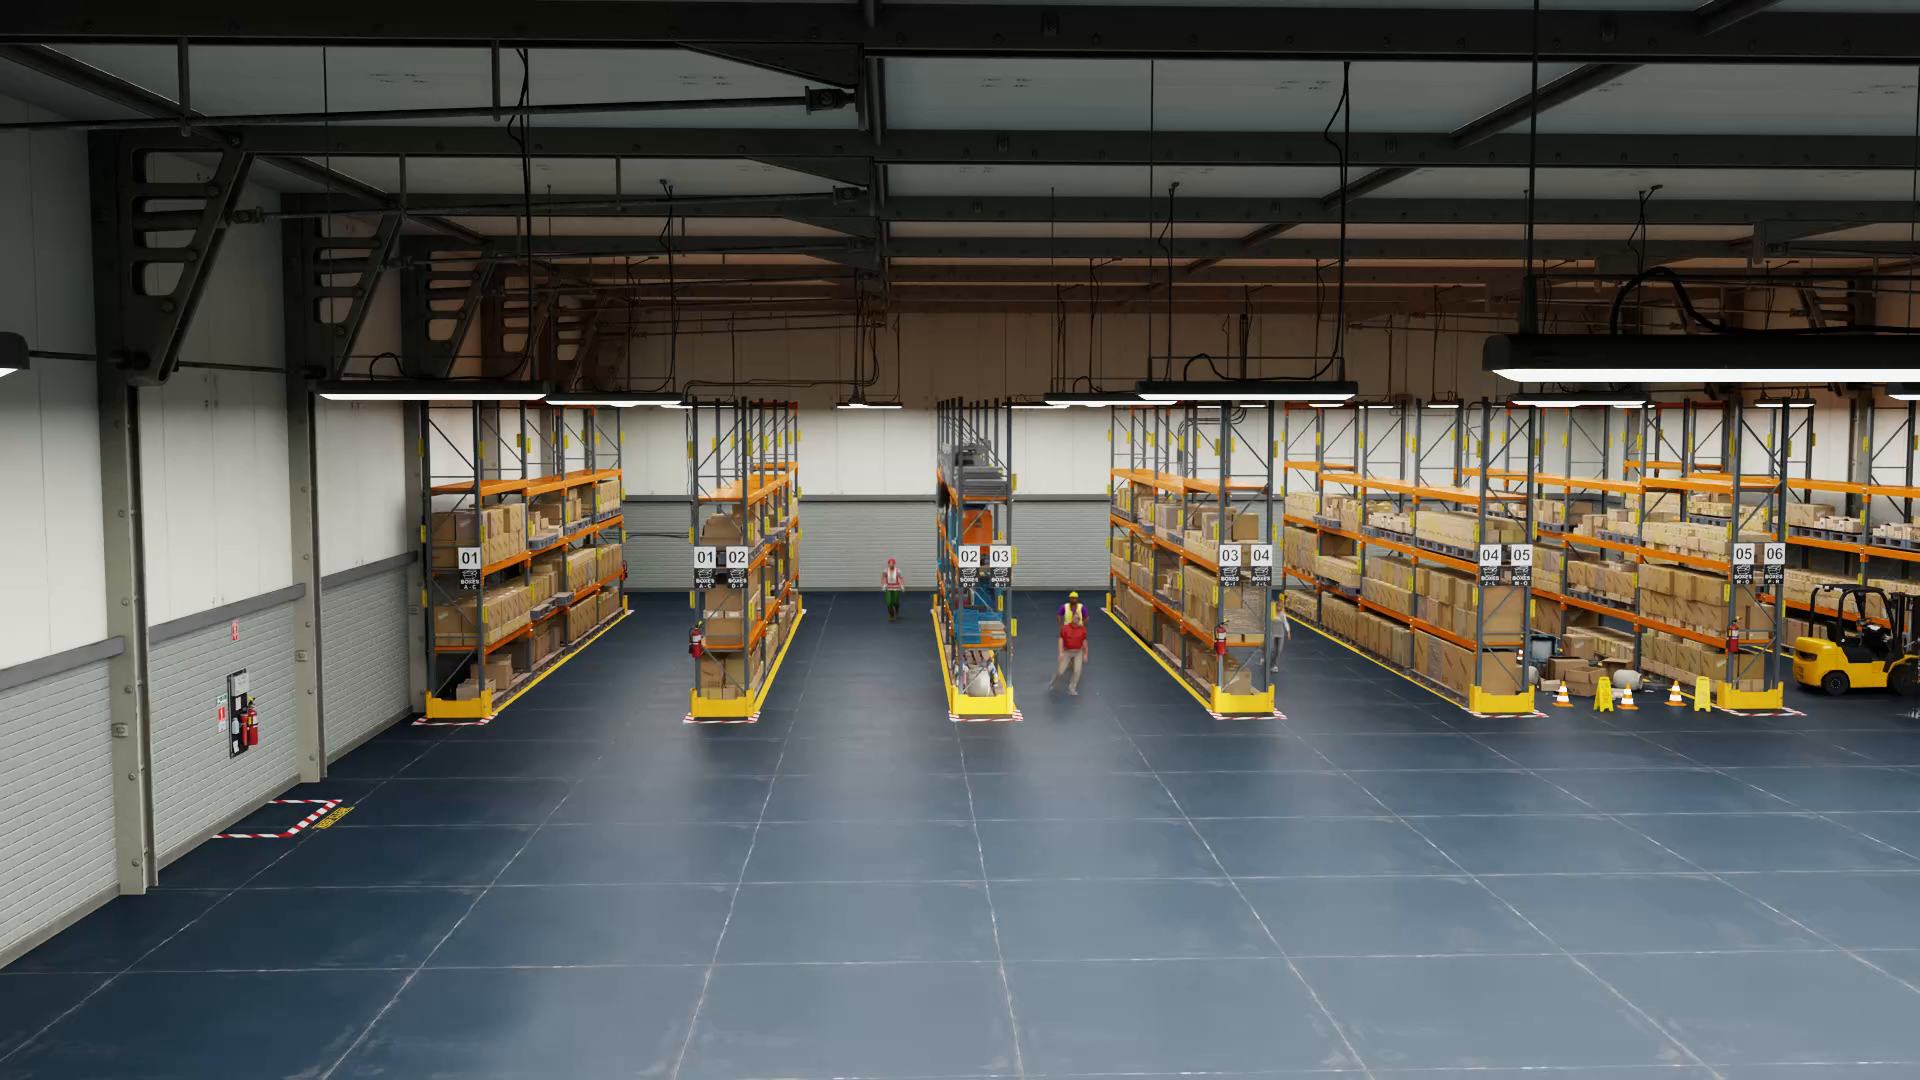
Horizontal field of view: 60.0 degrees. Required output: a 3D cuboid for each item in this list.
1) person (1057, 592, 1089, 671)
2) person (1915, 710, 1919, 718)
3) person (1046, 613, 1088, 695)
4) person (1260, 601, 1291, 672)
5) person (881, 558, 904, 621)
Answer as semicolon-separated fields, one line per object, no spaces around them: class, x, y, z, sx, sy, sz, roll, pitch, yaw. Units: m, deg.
person;2.516;2.013;36.682;0.685;1.747;0.683;0;4;-6
person;17.914;2.606;30.379;0.595;1.542;0.612;0;4;-4
person;2.166;2.283;33.638;0.823;1.660;0.595;0;4;-6
person;6.941;2.112;36.650;0.577;1.566;0.631;0;4;-5
person;-1.843;1.356;45.405;0.656;1.728;0.637;0;4;4
